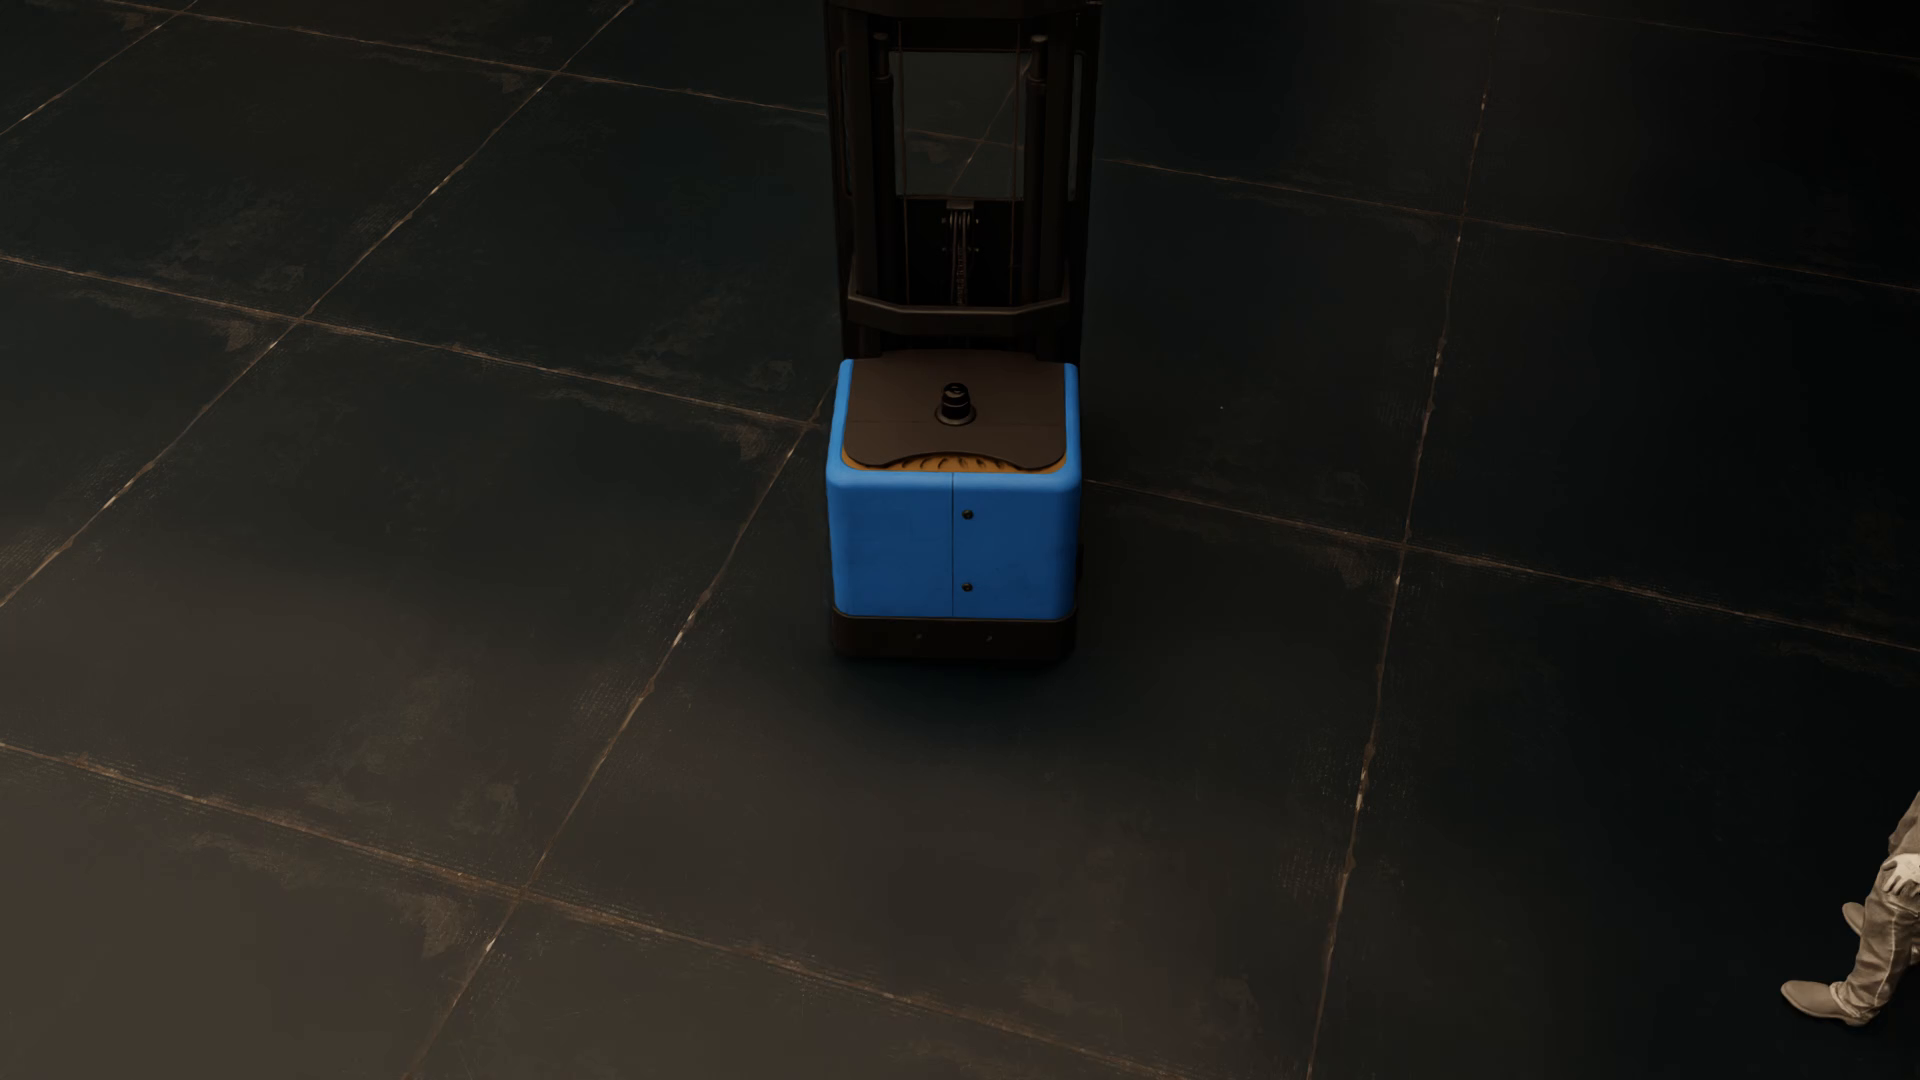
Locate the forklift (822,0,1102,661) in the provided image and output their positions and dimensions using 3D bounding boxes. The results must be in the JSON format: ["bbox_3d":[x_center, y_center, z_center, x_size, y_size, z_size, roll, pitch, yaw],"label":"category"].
[{"bbox_3d":[0.014,-1.538,7.343,1.130,2.935,3.031,1,43,1],"label":"forklift"}]

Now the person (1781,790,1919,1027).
[{"bbox_3d":[3.352,0.902,5.585,0.417,1.755,0.811,26,49,25],"label":"person"}]
